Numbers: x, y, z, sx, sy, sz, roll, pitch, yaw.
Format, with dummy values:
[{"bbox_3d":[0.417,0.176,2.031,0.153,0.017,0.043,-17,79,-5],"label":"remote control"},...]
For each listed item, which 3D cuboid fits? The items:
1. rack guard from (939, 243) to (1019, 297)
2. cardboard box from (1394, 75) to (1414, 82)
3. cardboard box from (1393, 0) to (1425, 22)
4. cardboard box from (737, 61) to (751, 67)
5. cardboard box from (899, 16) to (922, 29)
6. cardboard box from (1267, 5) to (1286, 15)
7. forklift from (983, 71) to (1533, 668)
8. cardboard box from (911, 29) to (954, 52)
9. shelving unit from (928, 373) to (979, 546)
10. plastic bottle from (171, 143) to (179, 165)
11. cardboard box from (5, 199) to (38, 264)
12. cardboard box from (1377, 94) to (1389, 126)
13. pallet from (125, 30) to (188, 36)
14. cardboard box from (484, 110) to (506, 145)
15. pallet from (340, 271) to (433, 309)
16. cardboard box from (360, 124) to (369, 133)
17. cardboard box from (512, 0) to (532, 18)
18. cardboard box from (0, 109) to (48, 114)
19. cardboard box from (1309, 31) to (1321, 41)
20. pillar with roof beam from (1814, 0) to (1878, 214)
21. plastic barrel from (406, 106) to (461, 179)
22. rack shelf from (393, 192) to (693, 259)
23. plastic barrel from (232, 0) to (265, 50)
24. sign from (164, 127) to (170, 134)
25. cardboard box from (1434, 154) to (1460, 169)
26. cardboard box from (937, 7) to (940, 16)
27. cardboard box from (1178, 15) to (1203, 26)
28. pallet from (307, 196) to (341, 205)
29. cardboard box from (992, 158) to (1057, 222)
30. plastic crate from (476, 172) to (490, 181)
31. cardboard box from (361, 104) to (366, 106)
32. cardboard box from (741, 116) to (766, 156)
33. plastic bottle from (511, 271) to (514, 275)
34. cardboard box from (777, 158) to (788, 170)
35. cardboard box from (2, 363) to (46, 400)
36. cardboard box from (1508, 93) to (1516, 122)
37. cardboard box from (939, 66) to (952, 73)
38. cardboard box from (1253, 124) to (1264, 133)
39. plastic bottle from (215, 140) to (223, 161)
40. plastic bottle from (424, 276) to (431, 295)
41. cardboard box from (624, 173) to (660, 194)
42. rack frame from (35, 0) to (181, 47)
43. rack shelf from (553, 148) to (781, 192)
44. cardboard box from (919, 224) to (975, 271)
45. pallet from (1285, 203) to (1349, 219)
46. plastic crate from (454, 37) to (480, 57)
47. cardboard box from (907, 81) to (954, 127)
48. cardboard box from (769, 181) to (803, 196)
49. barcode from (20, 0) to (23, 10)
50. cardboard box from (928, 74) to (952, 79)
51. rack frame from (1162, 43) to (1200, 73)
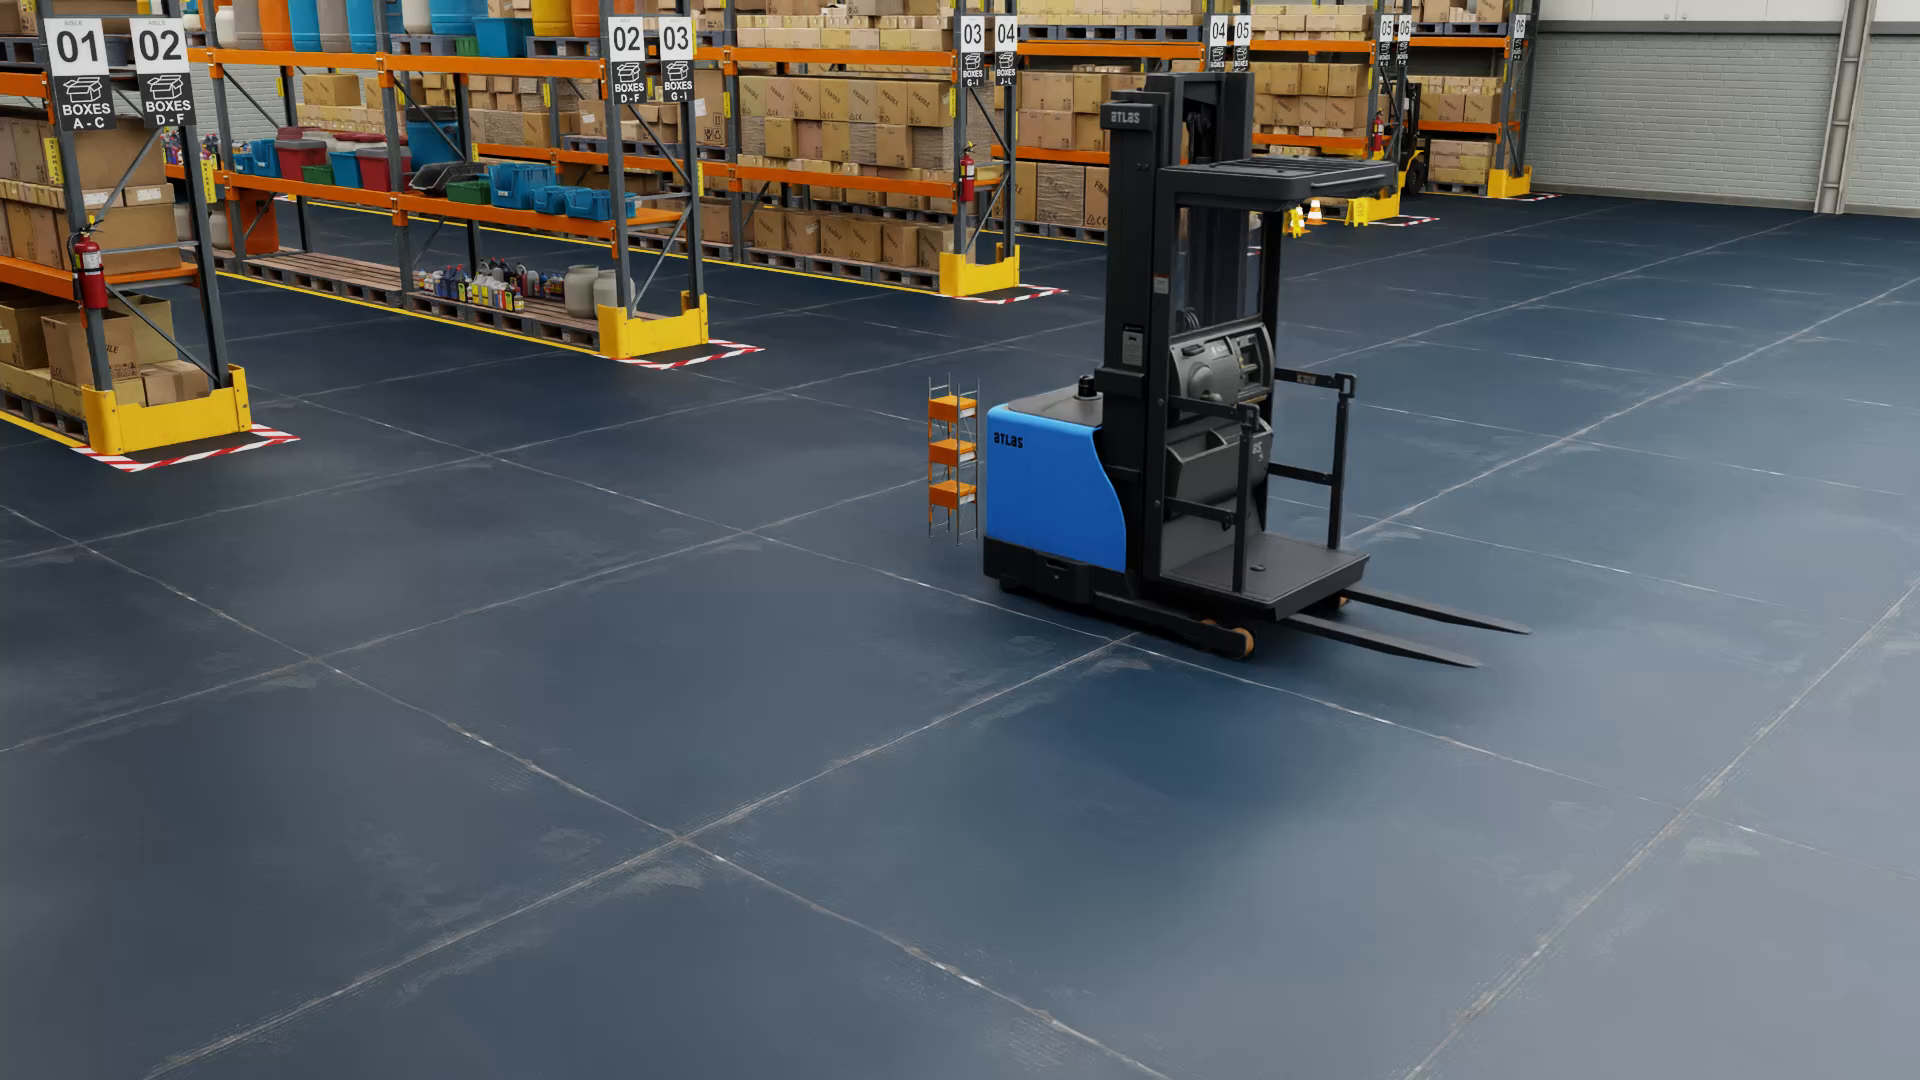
[{"bbox_3d":[0.243,-3.304,20.287,0.348,0.500,1.175,15,23,39],"label":"rack guard"},{"bbox_3d":[8.434,-8.730,31.522,0.250,0.149,0.380,15,23,39],"label":"cardboard box"},{"bbox_3d":[8.565,-9.961,31.141,0.637,0.503,0.797,16,24,41],"label":"cardboard box"},{"bbox_3d":[-4.528,-10.196,36.053,0.500,0.500,0.500,14,23,38],"label":"cardboard box"},{"bbox_3d":[-0.509,-6.122,19.665,0.250,0.149,0.380,14,22,37],"label":"cardboard box"},{"bbox_3d":[5.259,-8.713,27.339,0.250,0.149,0.380,16,23,41],"label":"cardboard box"},{"bbox_3d":[1.577,-0.949,8.847,3.031,2.935,1.130,15,23,39],"label":"forklift"},{"bbox_3d":[-0.229,-5.877,19.553,0.500,0.250,0.500,16,23,40],"label":"cardboard box"},{"bbox_3d":[-0.040,-0.511,10.578,0.252,1.050,0.215,15,23,39],"label":"shelving unit"},{"bbox_3d":[-10.412,-5.124,22.083,0.133,0.283,0.061,15,23,39],"label":"plastic bottle"},{"bbox_3d":[-7.383,-2.589,13.737,0.500,0.500,0.700,15,23,40],"label":"cardboard box"},{"bbox_3d":[6.708,-7.069,27.362,0.500,0.500,0.500,15,23,38],"label":"cardboard box"},{"bbox_3d":[-10.462,-6.746,22.354,1.213,0.211,1.003,15,23,39],"label":"pallet"},{"bbox_3d":[-6.977,-6.382,25.688,0.500,0.500,0.500,14,22,38],"label":"cardboard box"},{"bbox_3d":[-6.593,-2.982,19.751,1.213,0.211,1.003,15,23,39],"label":"pallet"},{"bbox_3d":[-9.891,-6.963,28.101,0.250,0.149,0.380,16,23,40],"label":"cardboard box"},{"bbox_3d":[-6.188,-7.871,24.723,0.797,0.503,0.637,-17,24,-42],"label":"cardboard box"},{"bbox_3d":[-7.808,-3.319,13.891,0.500,0.500,0.700,15,23,39],"label":"cardboard box"},{"bbox_3d":[5.896,-8.210,27.070,0.250,0.149,0.380,15,23,40],"label":"cardboard box"},{"bbox_3d":[11.877,-8.870,23.777,0.400,9.000,9.100,15,23,39],"label":"pillar with roof beam"},{"bbox_3d":[-6.067,-4.547,19.245,0.708,0.901,0.600,15,23,39],"label":"plastic barrel"},{"bbox_3d":[-4.484,-3.418,17.704,4.000,0.370,1.077,15,23,39],"label":"rack shelf"},{"bbox_3d":[-8.501,-6.420,20.187,0.600,0.901,0.600,0,18,0],"label":"plastic barrel"},{"bbox_3d":[-11.597,-6.025,24.270,0.005,0.325,0.100,15,23,39],"label":"sign"},{"bbox_3d":[9.230,-7.104,31.153,0.500,0.250,0.500,15,23,39],"label":"cardboard box"},{"bbox_3d":[-0.394,-8.189,25.978,0.500,0.250,0.500,15,23,39],"label":"cardboard box"},{"bbox_3d":[3.194,-7.130,22.807,0.250,0.149,0.380,15,23,39],"label":"cardboard box"},{"bbox_3d":[-11.017,-6.220,29.955,1.213,0.211,1.003,15,23,39],"label":"pallet"},{"bbox_3d":[1.100,-5.430,25.673,0.875,0.875,0.875,15,23,40],"label":"cardboard box"},{"bbox_3d":[-4.972,-3.931,18.376,0.616,0.251,0.499,15,23,39],"label":"plastic crate"},{"bbox_3d":[-10.369,-7.521,29.200,0.500,0.250,0.500,14,22,37],"label":"cardboard box"},{"bbox_3d":[-2.396,-5.368,22.002,0.500,0.500,0.875,15,23,39],"label":"cardboard box"},{"bbox_3d":[-5.014,-2.952,18.808,0.061,0.283,0.133,-17,24,-42],"label":"plastic bottle"},{"bbox_3d":[-2.154,-4.907,21.621,0.250,0.149,0.380,15,23,39],"label":"cardboard box"},{"bbox_3d":[-7.633,-1.367,13.904,0.500,0.250,0.500,15,23,39],"label":"cardboard box"},{"bbox_3d":[9.983,-8.056,30.962,0.500,0.500,0.500,16,24,41],"label":"cardboard box"},{"bbox_3d":[-0.055,-8.998,32.279,0.500,0.500,0.500,16,23,40],"label":"cardboard box"},{"bbox_3d":[5.066,-6.966,28.110,0.250,0.149,0.380,15,23,39],"label":"cardboard box"},{"bbox_3d":[-10.118,-5.345,22.791,0.135,0.276,0.152,15,23,39],"label":"plastic bottle"},{"bbox_3d":[-5.956,-2.855,18.638,0.097,0.201,0.097,0,18,0],"label":"plastic bottle"},{"bbox_3d":[-4.759,-5.230,24.389,0.500,0.250,0.500,-15,23,-40],"label":"cardboard box"},{"bbox_3d":[-6.278,-5.099,11.893,0.127,3.000,1.000,15,23,39],"label":"rack frame"},{"bbox_3d":[-4.188,-5.342,23.765,4.000,0.370,1.077,15,23,39],"label":"rack shelf"},{"bbox_3d":[-0.156,-3.618,20.582,0.500,0.500,0.500,-13,22,-36],"label":"cardboard box"},{"bbox_3d":[6.237,-5.579,27.934,1.213,0.211,1.003,15,23,39],"label":"pallet"},{"bbox_3d":[-4.980,-5.113,17.246,0.450,0.188,0.336,15,23,39],"label":"plastic crate"},{"bbox_3d":[-0.276,-5.200,19.821,0.500,0.500,0.500,15,23,39],"label":"cardboard box"},{"bbox_3d":[-2.982,-6.270,28.938,0.500,0.500,0.500,15,23,39],"label":"cardboard box"},{"bbox_3d":[-6.824,-3.897,12.106,0.075,0.075,0.001,15,23,39],"label":"barcode"},{"bbox_3d":[-0.085,-7.110,26.331,0.500,0.500,0.700,15,23,38],"label":"cardboard box"},{"bbox_3d":[3.886,-7.525,29.456,0.127,3.000,1.000,15,23,39],"label":"rack frame"}]
